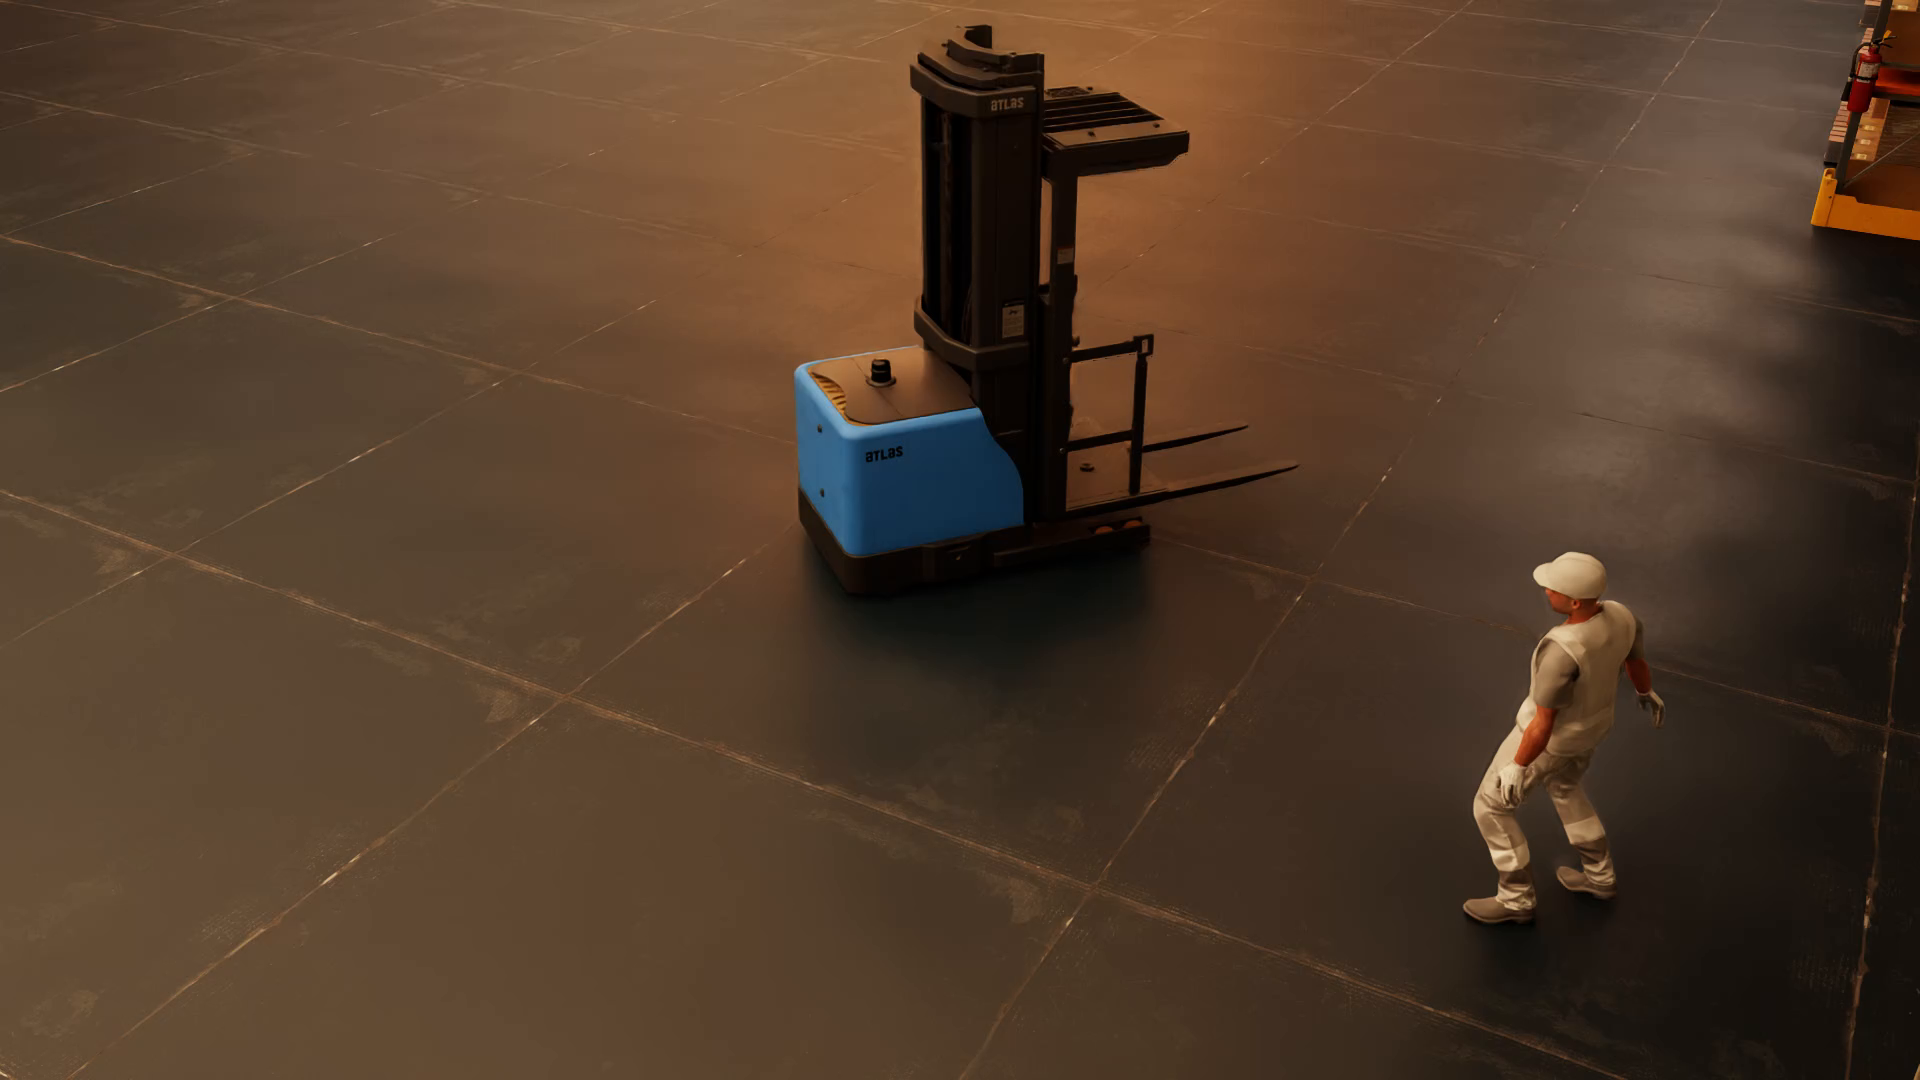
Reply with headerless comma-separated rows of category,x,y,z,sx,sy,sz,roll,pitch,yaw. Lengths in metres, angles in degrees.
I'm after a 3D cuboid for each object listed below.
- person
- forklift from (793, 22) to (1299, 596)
person,2.594,0.803,6.925,0.892,1.721,0.503,-18,35,-29
forklift,0.591,-1.414,9.521,3.031,2.935,1.130,-11,32,-19
